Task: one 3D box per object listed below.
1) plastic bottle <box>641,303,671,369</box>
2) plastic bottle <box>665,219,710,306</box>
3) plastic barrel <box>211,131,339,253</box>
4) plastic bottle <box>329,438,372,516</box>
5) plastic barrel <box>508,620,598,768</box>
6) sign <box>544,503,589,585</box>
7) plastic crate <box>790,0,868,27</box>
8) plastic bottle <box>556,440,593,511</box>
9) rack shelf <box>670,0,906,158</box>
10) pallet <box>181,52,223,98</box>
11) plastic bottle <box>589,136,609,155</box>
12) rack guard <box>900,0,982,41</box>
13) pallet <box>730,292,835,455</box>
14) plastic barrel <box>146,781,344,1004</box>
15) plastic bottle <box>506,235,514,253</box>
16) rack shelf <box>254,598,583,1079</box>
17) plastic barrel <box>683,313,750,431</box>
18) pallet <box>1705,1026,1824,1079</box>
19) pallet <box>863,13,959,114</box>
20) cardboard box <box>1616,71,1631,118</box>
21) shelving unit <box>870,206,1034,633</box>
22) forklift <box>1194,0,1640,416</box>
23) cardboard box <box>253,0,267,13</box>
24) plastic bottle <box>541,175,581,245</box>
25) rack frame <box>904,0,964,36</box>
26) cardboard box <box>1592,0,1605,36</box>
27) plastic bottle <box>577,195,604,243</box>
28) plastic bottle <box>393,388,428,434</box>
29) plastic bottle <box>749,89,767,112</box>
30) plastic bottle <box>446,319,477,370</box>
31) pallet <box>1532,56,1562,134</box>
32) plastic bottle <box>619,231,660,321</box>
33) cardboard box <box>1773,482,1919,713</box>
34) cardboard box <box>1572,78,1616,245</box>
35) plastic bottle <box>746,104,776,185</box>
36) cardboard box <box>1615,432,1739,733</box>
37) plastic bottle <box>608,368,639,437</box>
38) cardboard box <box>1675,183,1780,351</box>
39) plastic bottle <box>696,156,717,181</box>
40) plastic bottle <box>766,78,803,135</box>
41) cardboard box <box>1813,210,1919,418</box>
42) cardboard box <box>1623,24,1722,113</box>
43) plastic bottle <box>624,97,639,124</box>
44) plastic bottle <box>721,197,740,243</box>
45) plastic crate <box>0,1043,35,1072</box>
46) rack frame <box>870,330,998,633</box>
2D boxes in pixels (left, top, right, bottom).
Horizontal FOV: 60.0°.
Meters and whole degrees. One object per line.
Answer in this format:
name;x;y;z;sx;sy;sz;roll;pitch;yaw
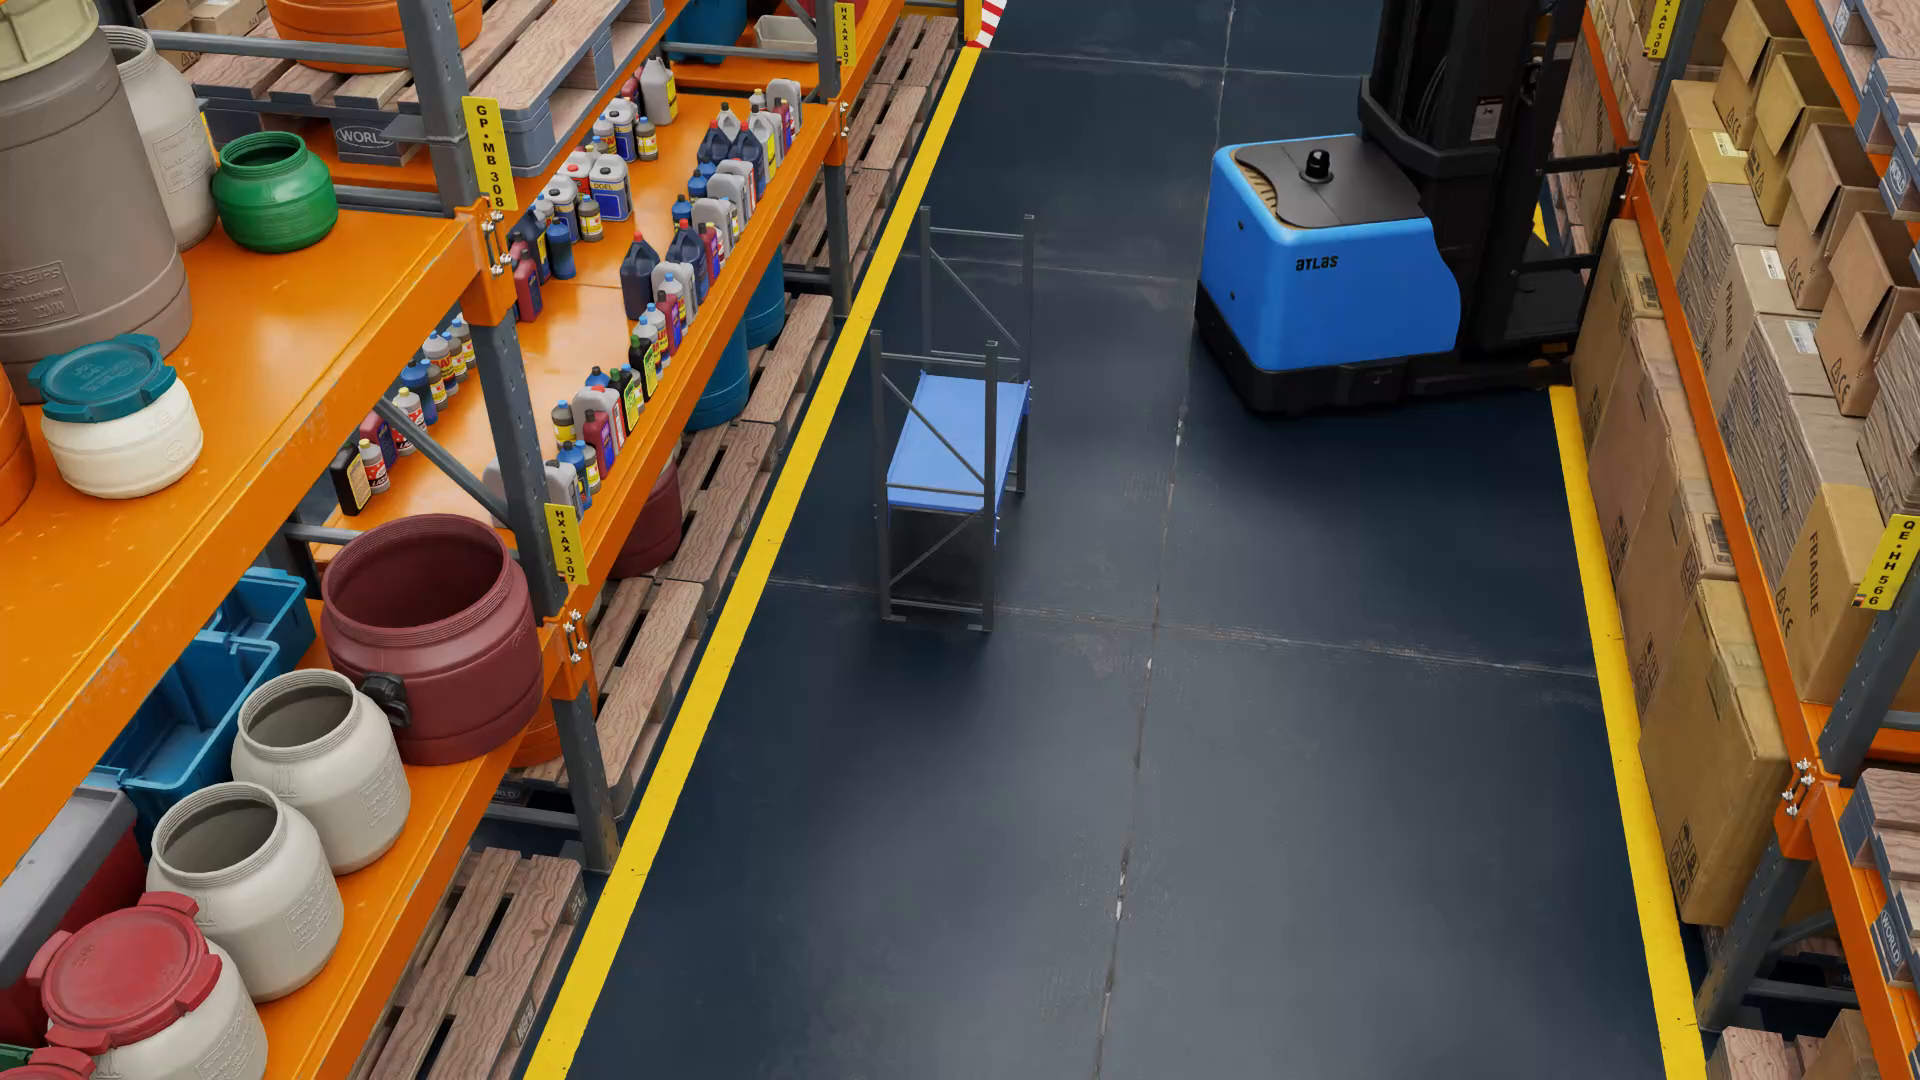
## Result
plastic bottle;-1.207;-0.813;6.578;0.097;0.271;0.097;0;40;0
plastic bottle;-1.142;-1.164;6.940;0.144;0.351;0.185;6;40;8
plastic barrel;-1.799;-0.913;4.365;0.294;0.245;0.294;0;40;0
plastic bottle;-2.157;-0.233;5.867;0.061;0.283;0.133;6;40;8
plastic barrel;-1.739;0.388;6.397;0.600;0.830;0.708;6;40;8
sign;-1.264;0.016;5.345;0.100;0.325;0.005;6;40;8
plastic crate;-0.713;-3.068;9.106;0.402;0.464;0.583;6;40;8
plastic bottle;-1.367;-0.233;5.876;0.097;0.271;0.097;0;40;0
rack shelf;-0.769;-3.466;10.249;1.077;0.370;4.000;6;40;8
pallet;-5.664;-3.160;11.504;1.003;0.211;1.213;6;40;8
plastic bottle;-1.697;-1.802;7.828;0.097;0.201;0.097;0;40;0
rack guard;-0.431;-4.051;12.354;1.175;0.500;0.348;6;40;8
pallet;-1.290;-0.933;8.810;1.003;0.211;1.213;6;40;8
plastic barrel;-1.848;0.913;4.301;0.421;0.512;0.421;0;40;0
plastic bottle;-1.904;-1.150;6.976;0.061;0.283;0.133;6;40;8
rack shelf;-2.153;1.555;4.176;1.077;0.370;4.000;6;40;8
plastic barrel;-1.348;-1.057;8.088;0.600;0.901;0.708;6;40;8
pallet;2.934;2.134;5.100;1.003;0.211;1.213;6;40;8
pallet;-0.604;-3.410;11.806;1.003;0.211;1.213;6;40;8
cardboard box;3.538;-2.234;8.392;0.380;0.149;0.250;7;40;9
shelving unit;-0.015;-0.524;7.304;0.538;1.500;1.048;6;40;8
forklift;2.873;-2.244;8.261;3.031;2.935;1.130;-8;40;-9
cardboard box;-5.311;-4.012;12.223;0.380;0.166;0.250;6;40;8
plastic bottle;-1.771;-1.465;7.362;0.152;0.276;0.135;6;40;8
rack frame;-0.423;-4.998;11.538;1.000;3.000;0.127;6;40;8
cardboard box;3.715;-2.879;9.172;0.380;0.149;0.250;6;40;7
plastic bottle;-1.645;-1.434;7.383;0.097;0.201;0.097;0;40;0
plastic bottle;-2.063;-0.478;6.227;0.097;0.201;0.097;0;40;0
plastic bottle;-0.991;-2.130;8.225;0.097;0.201;0.097;0;40;0
plastic bottle;-1.978;-0.783;6.596;0.097;0.201;0.097;0;40;0
pallet;4.394;-2.867;11.149;1.003;0.211;1.213;6;40;8
plastic bottle;-1.315;-1.097;6.858;0.144;0.351;0.185;6;40;8
cardboard box;2.912;0.193;5.181;0.500;0.500;0.500;8;40;9
cardboard box;4.112;-2.255;9.558;0.875;0.875;0.875;6;40;8
plastic bottle;-0.952;-1.856;7.776;0.144;0.351;0.185;6;40;8
cardboard box;3.373;0.236;6.545;1.225;0.875;0.875;7;40;8
plastic bottle;-1.266;-0.538;6.235;0.061;0.283;0.133;6;40;8
cardboard box;3.264;-1.089;6.732;0.500;0.500;0.500;6;40;7
plastic bottle;-1.141;-1.611;7.543;0.097;0.271;0.097;0;40;0
plastic bottle;-0.865;-2.157;8.199;0.152;0.276;0.135;6;40;8
cardboard box;3.329;-0.722;5.500;0.797;0.503;0.637;7;40;9
cardboard box;3.581;-2.304;8.164;0.500;0.250;0.500;6;40;7
plastic bottle;-1.624;-2.070;8.152;0.097;0.201;0.097;0;40;0
plastic bottle;-1.032;-1.422;7.369;0.097;0.201;0.097;0;40;0
plastic crate;-2.476;1.491;3.856;0.450;0.188;0.662;6;40;8
rack frame;-0.103;-0.205;6.918;0.500;1.500;0.032;6;40;8
